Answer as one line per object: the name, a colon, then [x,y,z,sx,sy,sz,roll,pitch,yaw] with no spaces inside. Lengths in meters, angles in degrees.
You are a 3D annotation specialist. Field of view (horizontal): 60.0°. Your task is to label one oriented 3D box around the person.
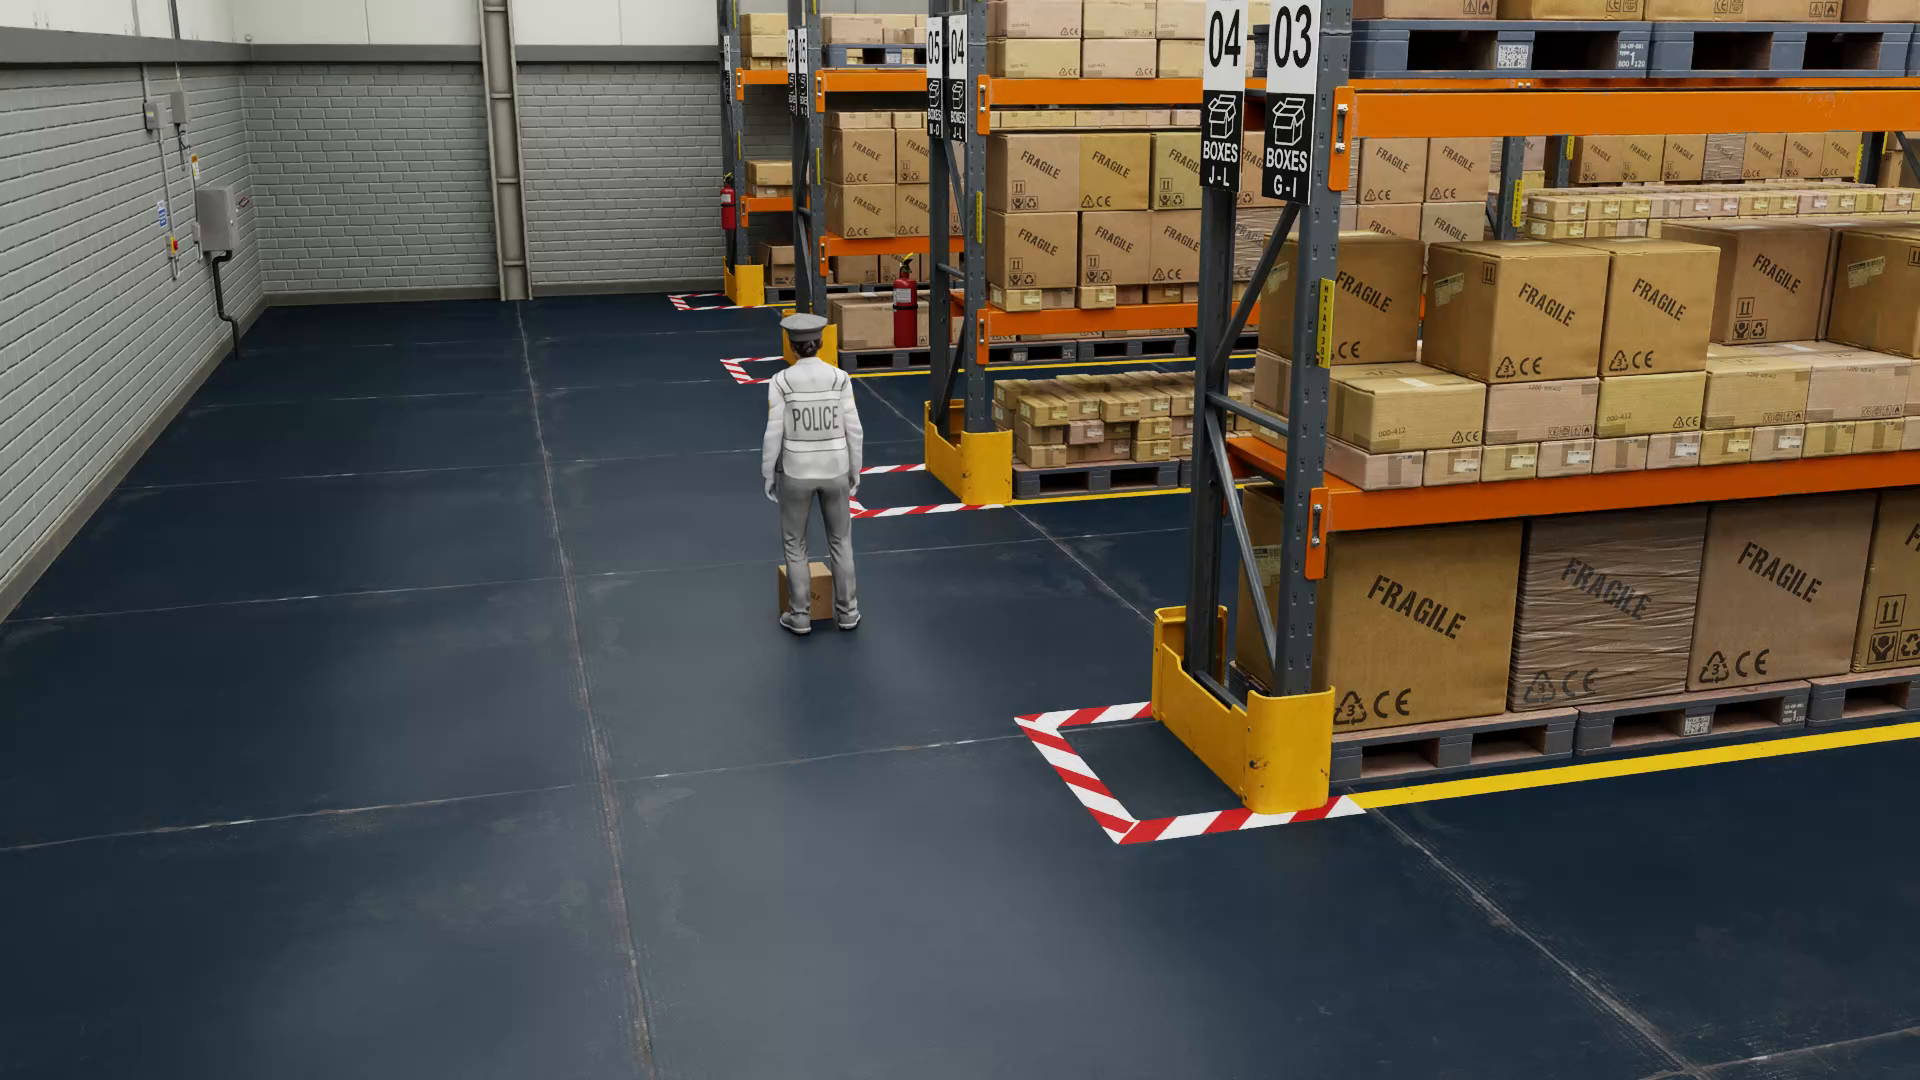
person: [-0.767,-0.332,8.675,0.529,1.664,0.371,-4,17,-15]
